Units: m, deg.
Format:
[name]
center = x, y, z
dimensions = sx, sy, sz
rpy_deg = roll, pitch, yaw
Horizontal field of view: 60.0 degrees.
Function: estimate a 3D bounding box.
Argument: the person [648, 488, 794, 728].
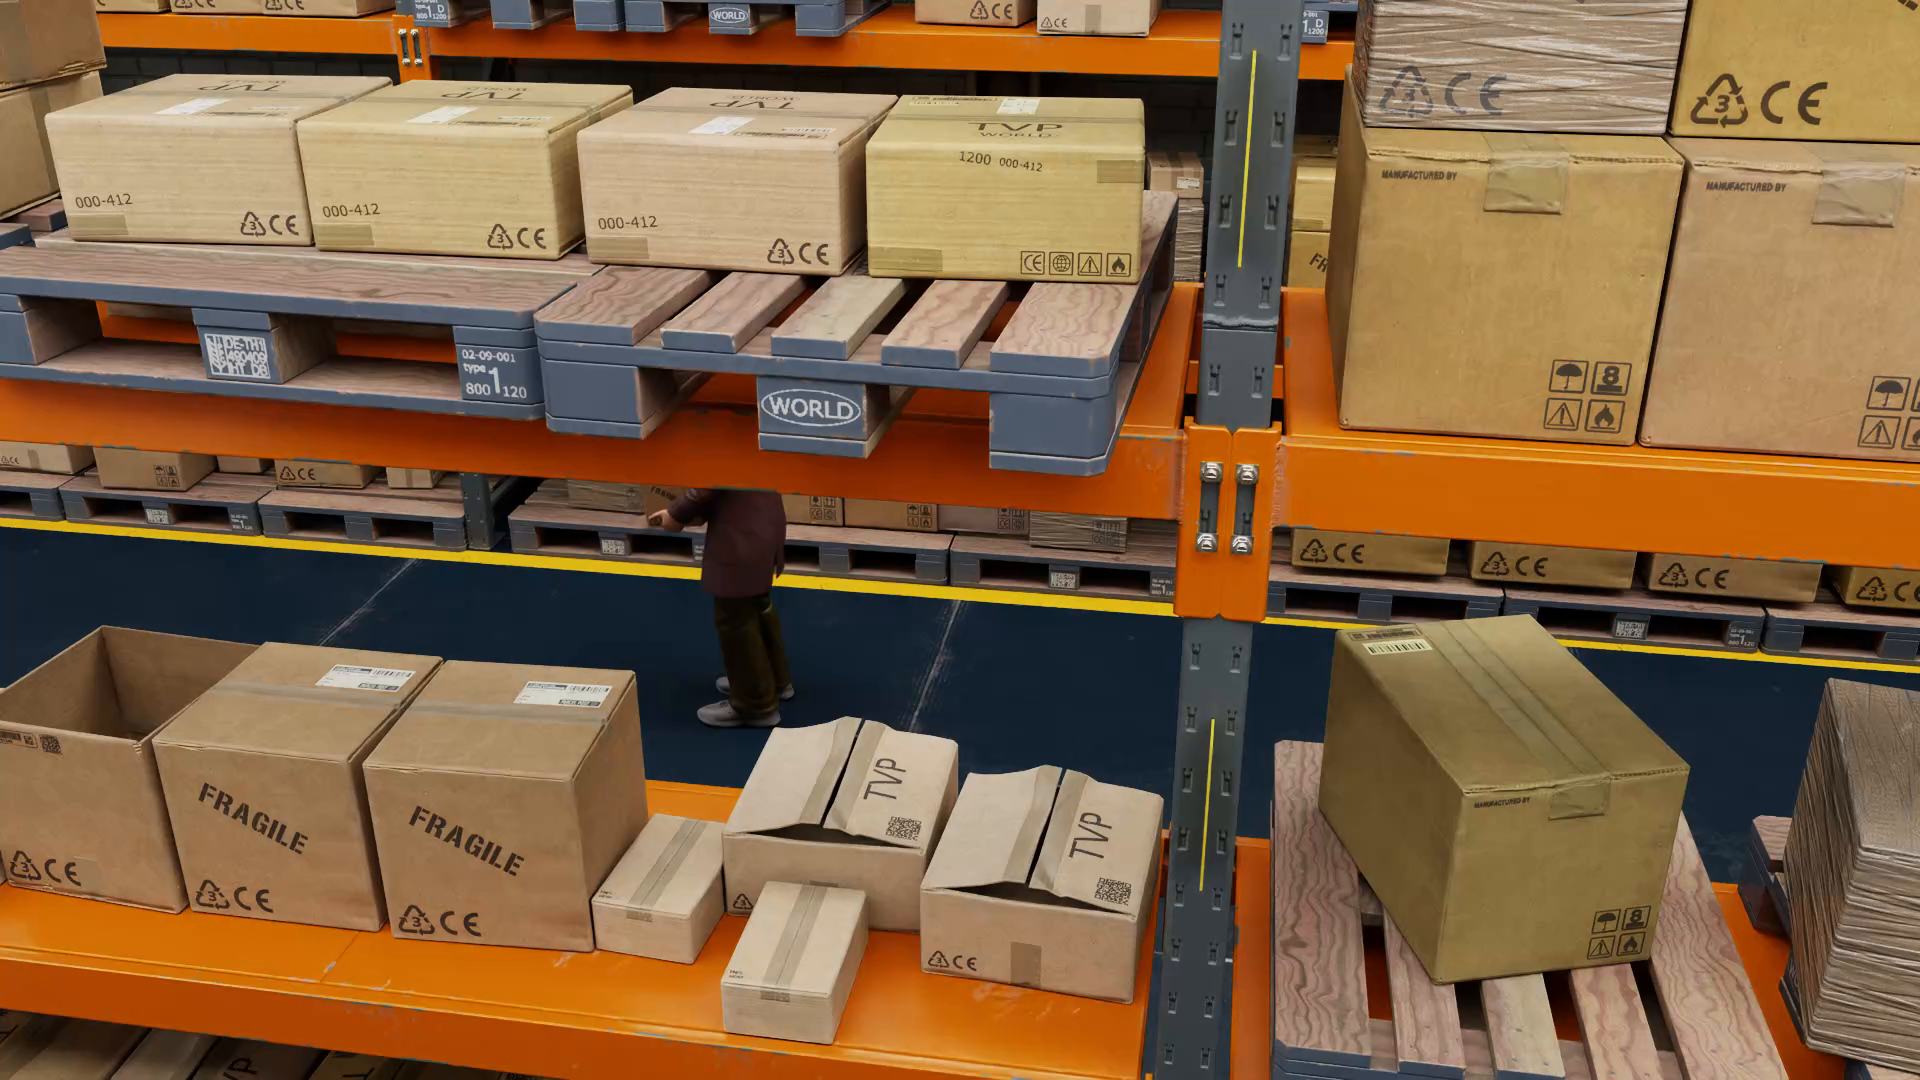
[person]
center = -1.038, -0.042, 7.221
dimensions = 0.556, 1.775, 0.527
rpy_deg = 4, 25, 9
